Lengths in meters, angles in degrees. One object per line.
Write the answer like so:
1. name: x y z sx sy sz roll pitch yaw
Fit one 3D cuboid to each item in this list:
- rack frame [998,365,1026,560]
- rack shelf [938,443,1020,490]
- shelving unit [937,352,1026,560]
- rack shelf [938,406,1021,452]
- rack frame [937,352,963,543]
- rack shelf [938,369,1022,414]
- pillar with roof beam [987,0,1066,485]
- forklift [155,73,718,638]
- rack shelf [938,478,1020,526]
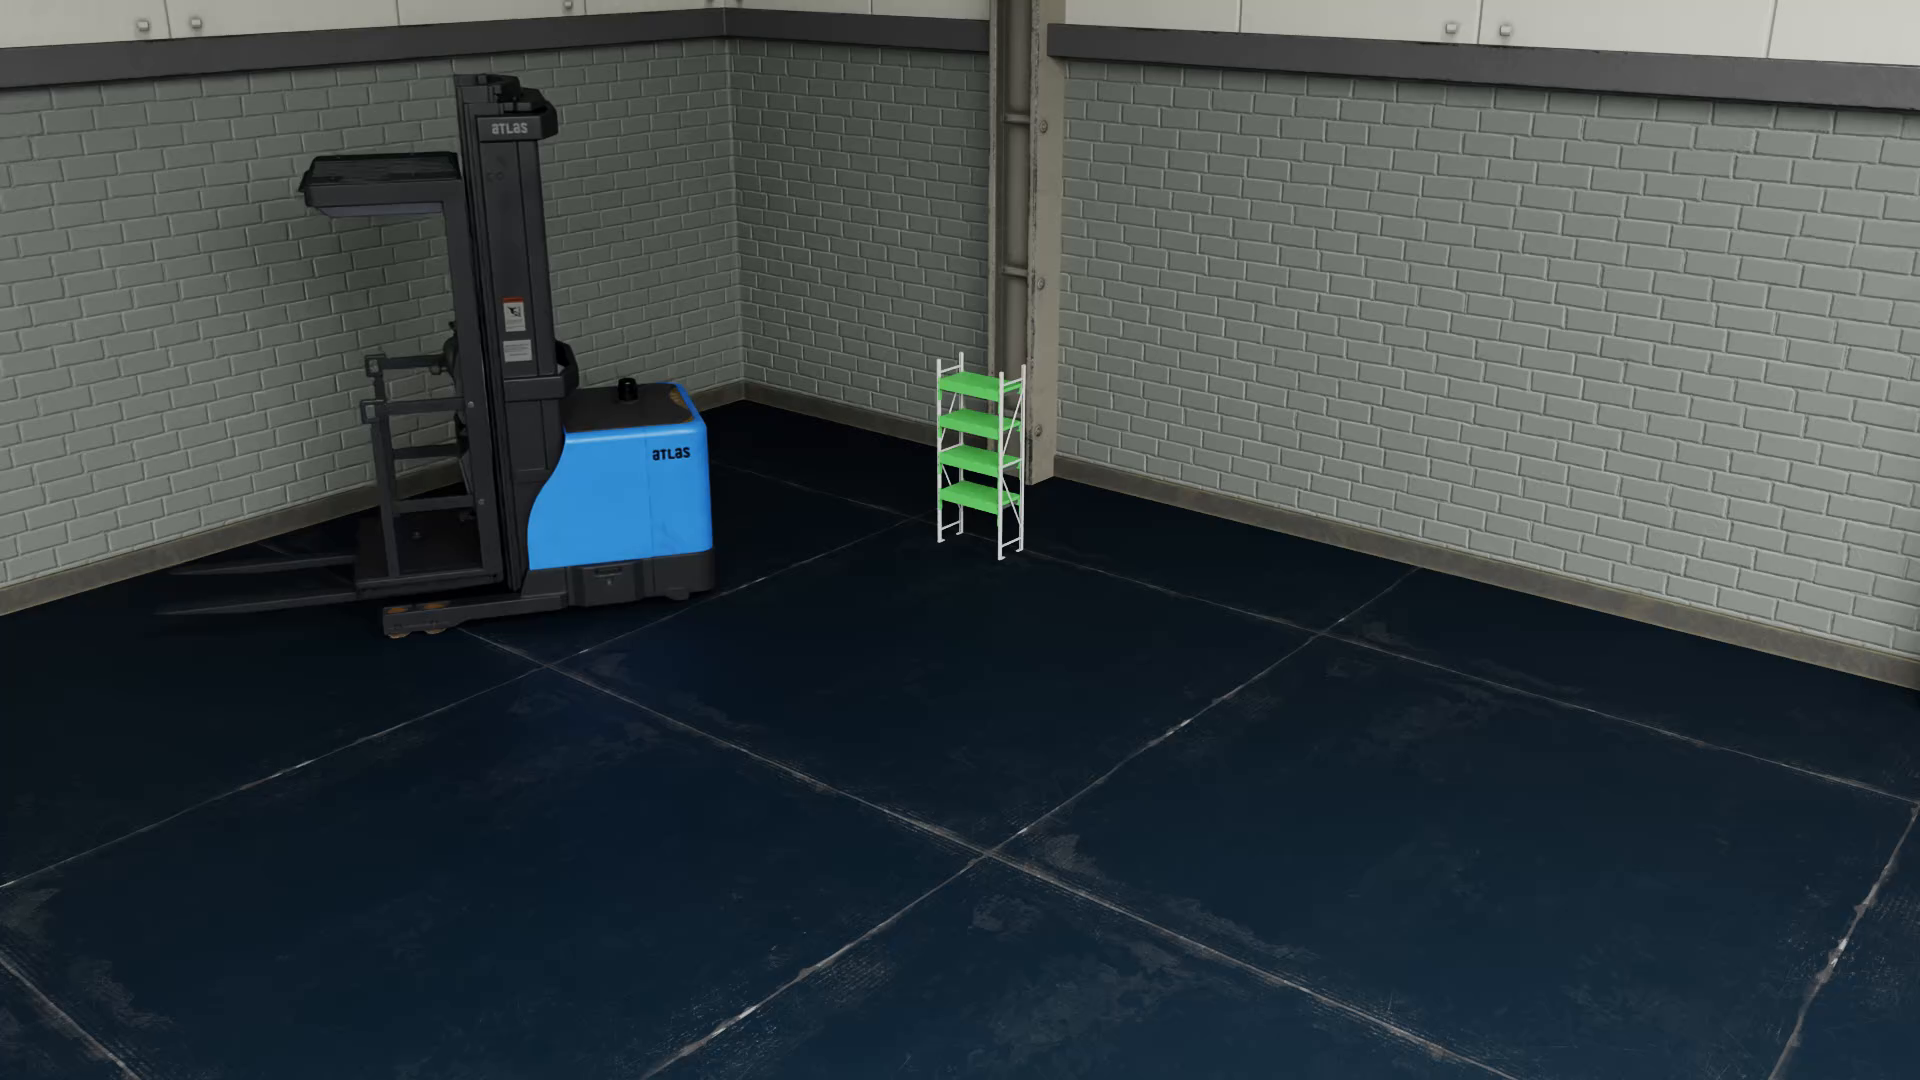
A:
1. rack frame: 0.317 -0.470 10.214 0.015 1.200 0.240 16 26 36
2. rack shelf: 0.128 -0.465 10.381 0.480 0.148 0.258 16 26 36
3. shelving unit: 0.128 -0.524 10.359 0.503 1.200 0.258 16 26 36
4. rack shelf: 0.128 -0.689 10.296 0.480 0.148 0.258 16 26 36
5. rack frame: -0.061 -0.579 10.503 0.015 1.200 0.240 16 26 36
6. rack shelf: 0.128 -0.914 10.212 0.480 0.148 0.258 16 26 36
7. pillar with roof beam: -2.284 -3.504 7.206 0.400 9.000 9.100 16 26 36
8. forklift: -3.000 -1.035 9.260 3.031 2.935 1.130 -6 22 -16
9. rack shelf: 0.128 -0.240 10.466 0.480 0.148 0.258 16 26 36
